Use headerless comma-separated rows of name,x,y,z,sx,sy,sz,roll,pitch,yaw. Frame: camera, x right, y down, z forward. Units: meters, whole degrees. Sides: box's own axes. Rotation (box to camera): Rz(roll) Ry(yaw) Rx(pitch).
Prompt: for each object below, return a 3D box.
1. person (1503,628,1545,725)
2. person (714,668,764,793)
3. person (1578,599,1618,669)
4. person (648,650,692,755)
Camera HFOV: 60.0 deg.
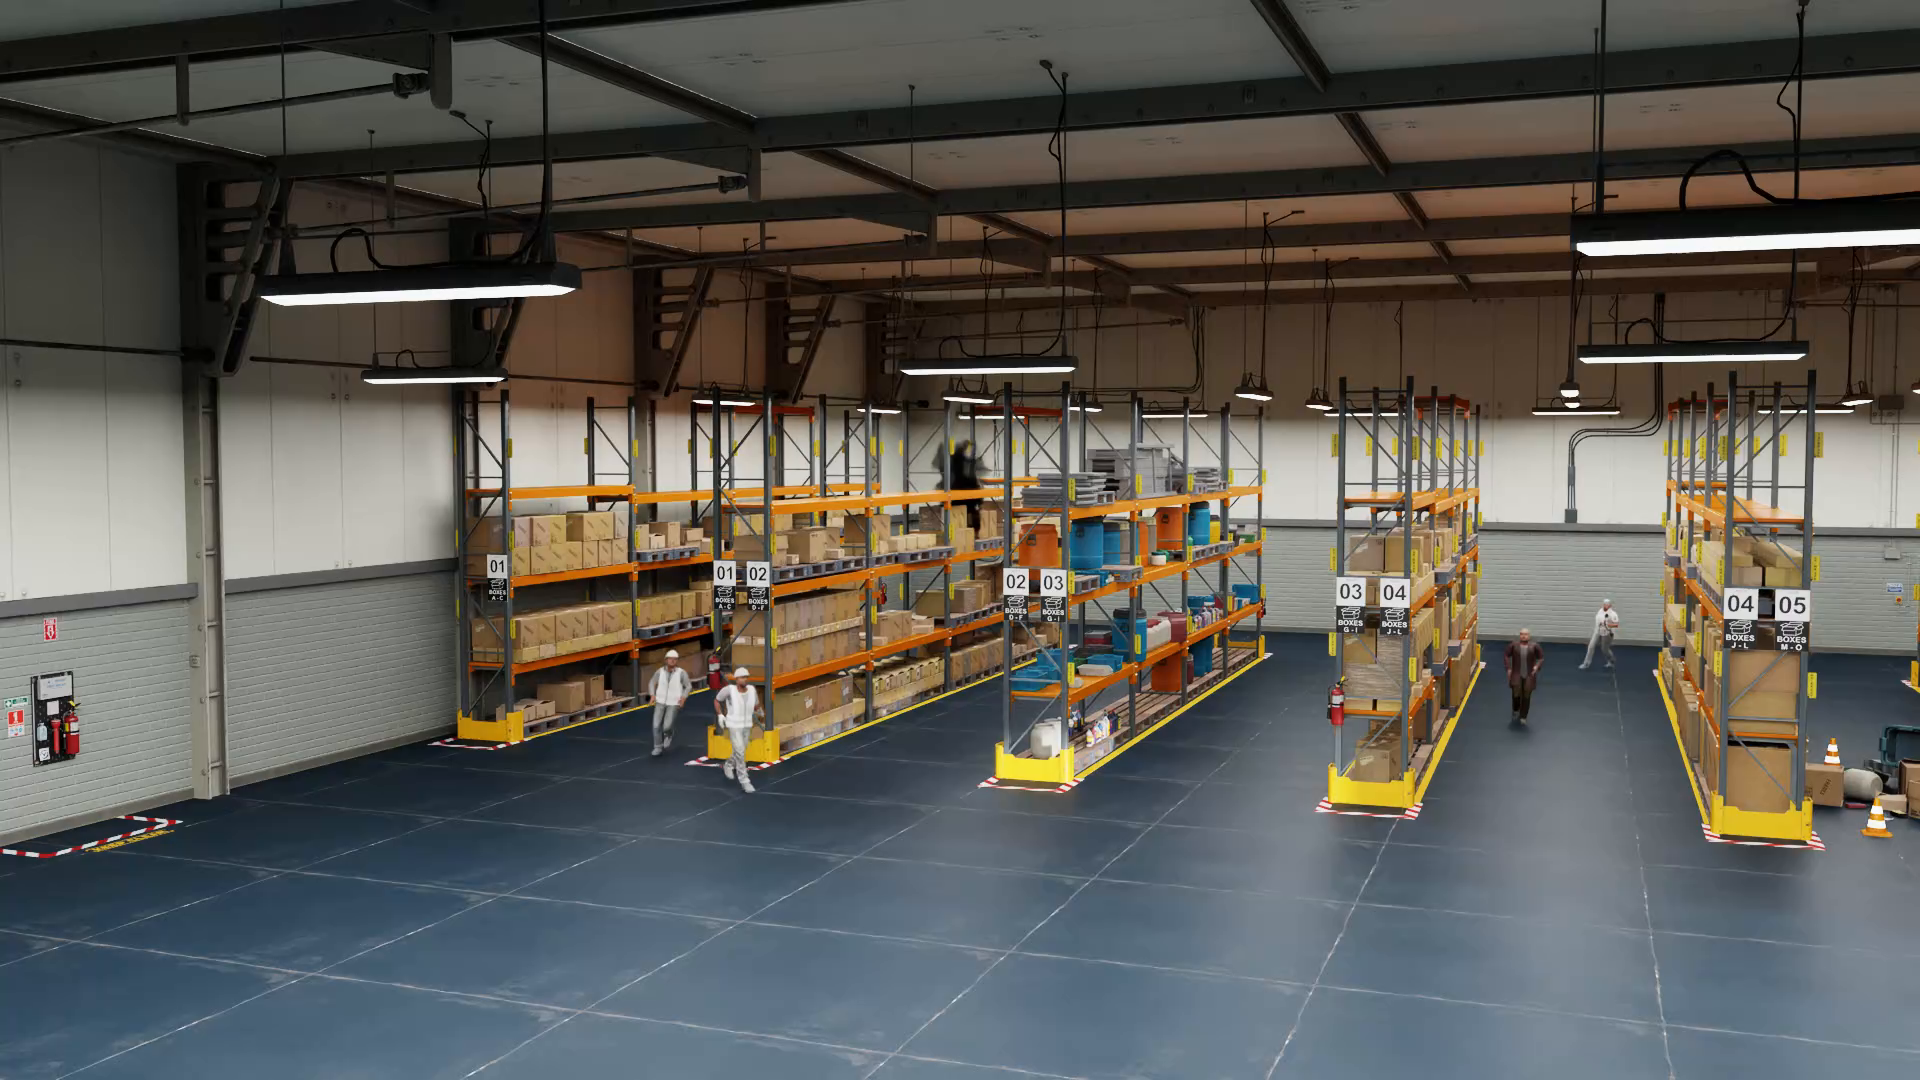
person,10.212,2.473,30.106,0.722,1.746,0.628,1,3,18
person,-3.270,2.759,24.528,0.638,1.788,0.993,-3,4,-40
person,14.476,2.106,37.323,0.994,1.590,0.688,-2,4,-32
person,-4.762,2.660,27.189,0.705,1.724,0.524,0,3,4
